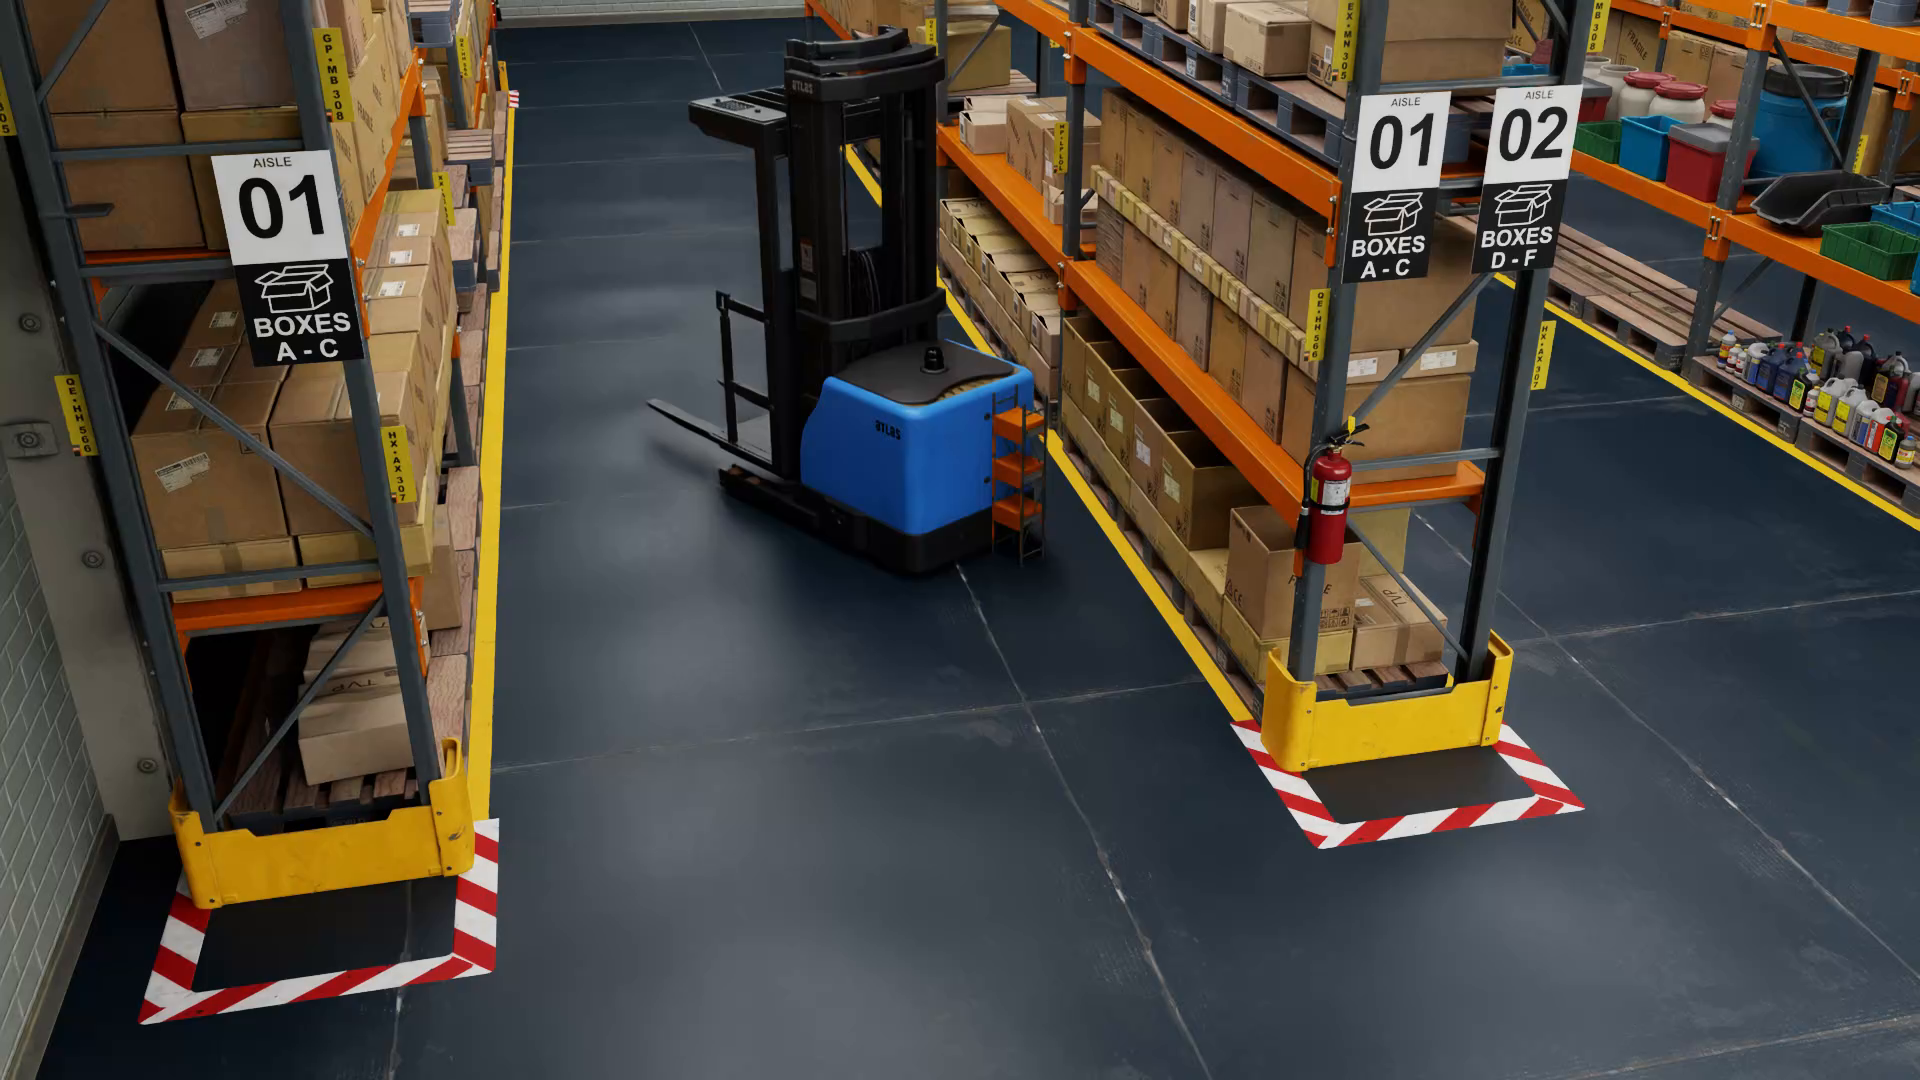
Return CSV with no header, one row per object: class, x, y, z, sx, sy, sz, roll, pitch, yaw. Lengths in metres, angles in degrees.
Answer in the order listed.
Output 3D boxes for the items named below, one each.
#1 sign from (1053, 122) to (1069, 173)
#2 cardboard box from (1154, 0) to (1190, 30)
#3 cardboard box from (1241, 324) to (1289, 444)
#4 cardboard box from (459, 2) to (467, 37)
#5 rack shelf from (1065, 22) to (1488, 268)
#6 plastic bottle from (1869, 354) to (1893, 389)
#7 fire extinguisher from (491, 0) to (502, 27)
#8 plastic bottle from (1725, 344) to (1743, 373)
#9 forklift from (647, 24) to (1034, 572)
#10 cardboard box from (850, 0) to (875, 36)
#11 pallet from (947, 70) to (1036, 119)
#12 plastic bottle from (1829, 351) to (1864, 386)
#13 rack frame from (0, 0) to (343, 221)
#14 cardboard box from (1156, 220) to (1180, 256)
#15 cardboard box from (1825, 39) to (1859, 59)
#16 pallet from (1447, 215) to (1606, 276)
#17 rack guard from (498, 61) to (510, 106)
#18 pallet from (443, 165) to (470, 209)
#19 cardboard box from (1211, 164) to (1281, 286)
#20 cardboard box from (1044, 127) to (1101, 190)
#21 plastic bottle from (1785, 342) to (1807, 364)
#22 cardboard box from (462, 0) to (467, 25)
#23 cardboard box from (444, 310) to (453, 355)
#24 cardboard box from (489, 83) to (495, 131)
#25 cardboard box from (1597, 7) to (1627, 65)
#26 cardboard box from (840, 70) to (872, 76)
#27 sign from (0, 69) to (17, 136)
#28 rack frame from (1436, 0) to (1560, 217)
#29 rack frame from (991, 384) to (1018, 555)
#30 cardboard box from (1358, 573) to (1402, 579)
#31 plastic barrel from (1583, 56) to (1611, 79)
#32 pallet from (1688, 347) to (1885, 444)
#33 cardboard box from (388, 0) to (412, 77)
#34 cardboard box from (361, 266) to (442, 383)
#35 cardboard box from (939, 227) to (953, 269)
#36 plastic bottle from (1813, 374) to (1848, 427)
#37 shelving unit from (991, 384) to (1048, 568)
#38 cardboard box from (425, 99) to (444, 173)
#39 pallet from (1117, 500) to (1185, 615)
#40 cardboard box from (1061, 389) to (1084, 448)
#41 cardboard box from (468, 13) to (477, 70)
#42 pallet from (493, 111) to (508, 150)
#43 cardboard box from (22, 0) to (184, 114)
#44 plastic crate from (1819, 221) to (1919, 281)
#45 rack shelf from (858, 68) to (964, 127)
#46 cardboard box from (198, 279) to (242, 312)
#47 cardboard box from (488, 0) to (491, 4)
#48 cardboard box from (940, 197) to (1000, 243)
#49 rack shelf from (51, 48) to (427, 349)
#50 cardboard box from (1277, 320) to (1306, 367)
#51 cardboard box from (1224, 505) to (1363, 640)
sign,0.657,-2.536,10.749,0.100,0.325,0.005,-6,27,-12
cardboard box,1.431,-3.014,8.827,0.797,0.503,0.637,-3,27,-6
cardboard box,1.869,-0.839,8.473,0.700,0.500,0.500,-5,27,-10
cardboard box,-4.633,-4.567,14.674,0.500,0.250,0.500,-6,27,-11
rack shelf,1.634,-2.254,8.856,1.077,0.370,4.000,-6,27,-12
plastic bottle,6.557,-1.194,11.814,0.061,0.283,0.133,-4,27,-8
fire extinguisher,-5.931,-6.790,20.873,0.296,0.674,0.183,-6,27,-12
plastic bottle,5.678,-1.334,12.181,0.097,0.201,0.097,0,27,0
forklift,-0.922,-1.692,10.349,1.130,2.935,3.031,-23,35,-38
cardboard box,-0.731,-5.628,17.494,0.700,0.500,0.500,-16,31,-29
pallet,0.061,-4.075,15.207,1.213,0.211,1.003,-6,27,-12
plastic bottle,6.341,-1.232,11.897,0.152,0.276,0.135,-6,27,-12
rack frame,-2.741,-2.532,5.279,1.000,3.000,0.127,-6,27,-12
cardboard box,1.349,-1.745,9.548,0.380,0.149,0.250,-7,28,-13
cardboard box,9.475,-5.330,17.370,0.500,0.500,0.500,-6,27,-12
pallet,5.245,-2.783,15.529,1.003,0.211,1.213,-6,27,-12
rack guard,-6.352,-5.772,21.131,1.175,0.500,0.348,-6,27,-12
pallet,-4.058,-2.415,11.919,1.003,0.211,1.213,-6,27,-12
cardboard box,1.742,-1.663,8.665,0.700,0.500,0.500,-6,27,-11
cardboard box,0.907,-2.729,12.217,0.500,0.500,0.500,-4,27,-8
plastic bottle,5.928,-1.248,11.844,0.144,0.351,0.185,-6,27,-12
cardboard box,-4.754,-4.791,15.117,0.500,0.250,0.500,-7,28,-13
cardboard box,-3.136,-1.155,9.353,0.500,0.250,0.500,-6,27,-11
cardboard box,-5.737,-4.978,19.092,0.700,0.500,0.500,-5,27,-10
cardboard box,8.759,-6.562,21.815,0.875,0.875,0.875,-6,27,-12
cardboard box,-1.048,-5.532,20.164,0.797,0.503,0.637,-6,27,-12
sign,-3.286,-1.540,5.661,0.100,0.325,0.005,-6,27,-12
rack frame,5.109,-4.372,15.582,1.000,3.000,0.127,-6,27,-12
rack frame,0.264,-0.411,9.899,0.200,1.050,0.008,-23,35,-38
cardboard box,2.064,0.205,9.101,0.500,0.250,0.500,-6,27,-12
plastic barrel,5.548,-3.992,14.705,0.421,0.512,0.421,0,27,0
pallet,6.121,-1.072,12.139,1.003,0.211,1.213,-6,27,-12
cardboard box,-3.287,-2.804,9.015,0.500,0.500,0.500,-5,27,-10
cardboard box,-2.895,-1.041,8.296,0.500,0.500,0.500,-5,27,-10
cardboard box,0.114,-2.570,14.599,0.500,0.250,0.500,-6,27,-12
plastic bottle,5.926,-0.963,11.281,0.144,0.351,0.185,-6,27,-12
shelving unit,0.348,-0.371,9.820,0.215,1.050,0.252,-23,35,-38
cardboard box,-4.126,-2.857,11.981,0.700,0.500,0.500,-6,27,-12
pallet,1.600,0.021,9.975,1.003,0.211,1.213,-6,27,-12
cardboard box,0.992,-0.840,11.170,0.500,0.250,0.500,-6,27,-12
cardboard box,-4.866,-4.686,15.743,0.500,0.500,0.500,-6,27,-12
pallet,-5.819,-4.755,19.437,1.003,0.211,1.213,-6,27,-12
cardboard box,-3.093,-1.855,6.025,0.500,0.500,0.500,-5,27,-9
plastic crate,6.041,-1.896,10.913,0.450,0.188,0.662,-6,27,-12
rack shelf,-0.169,-4.427,16.490,1.077,0.370,4.000,-6,27,-12
cardboard box,-3.392,-0.985,8.185,0.500,0.500,0.500,-6,27,-11
cardboard box,-6.222,-6.789,20.038,0.980,0.700,0.700,-5,27,-9
cardboard box,0.114,-2.821,14.473,0.500,0.311,0.500,-5,27,-10
rack shelf,-3.191,-1.749,7.857,1.077,0.370,4.000,-6,27,-12
cardboard box,1.753,-0.956,7.983,0.380,0.149,0.250,-5,27,-10
cardboard box,1.674,0.142,8.393,0.500,0.500,0.500,-6,27,-12
